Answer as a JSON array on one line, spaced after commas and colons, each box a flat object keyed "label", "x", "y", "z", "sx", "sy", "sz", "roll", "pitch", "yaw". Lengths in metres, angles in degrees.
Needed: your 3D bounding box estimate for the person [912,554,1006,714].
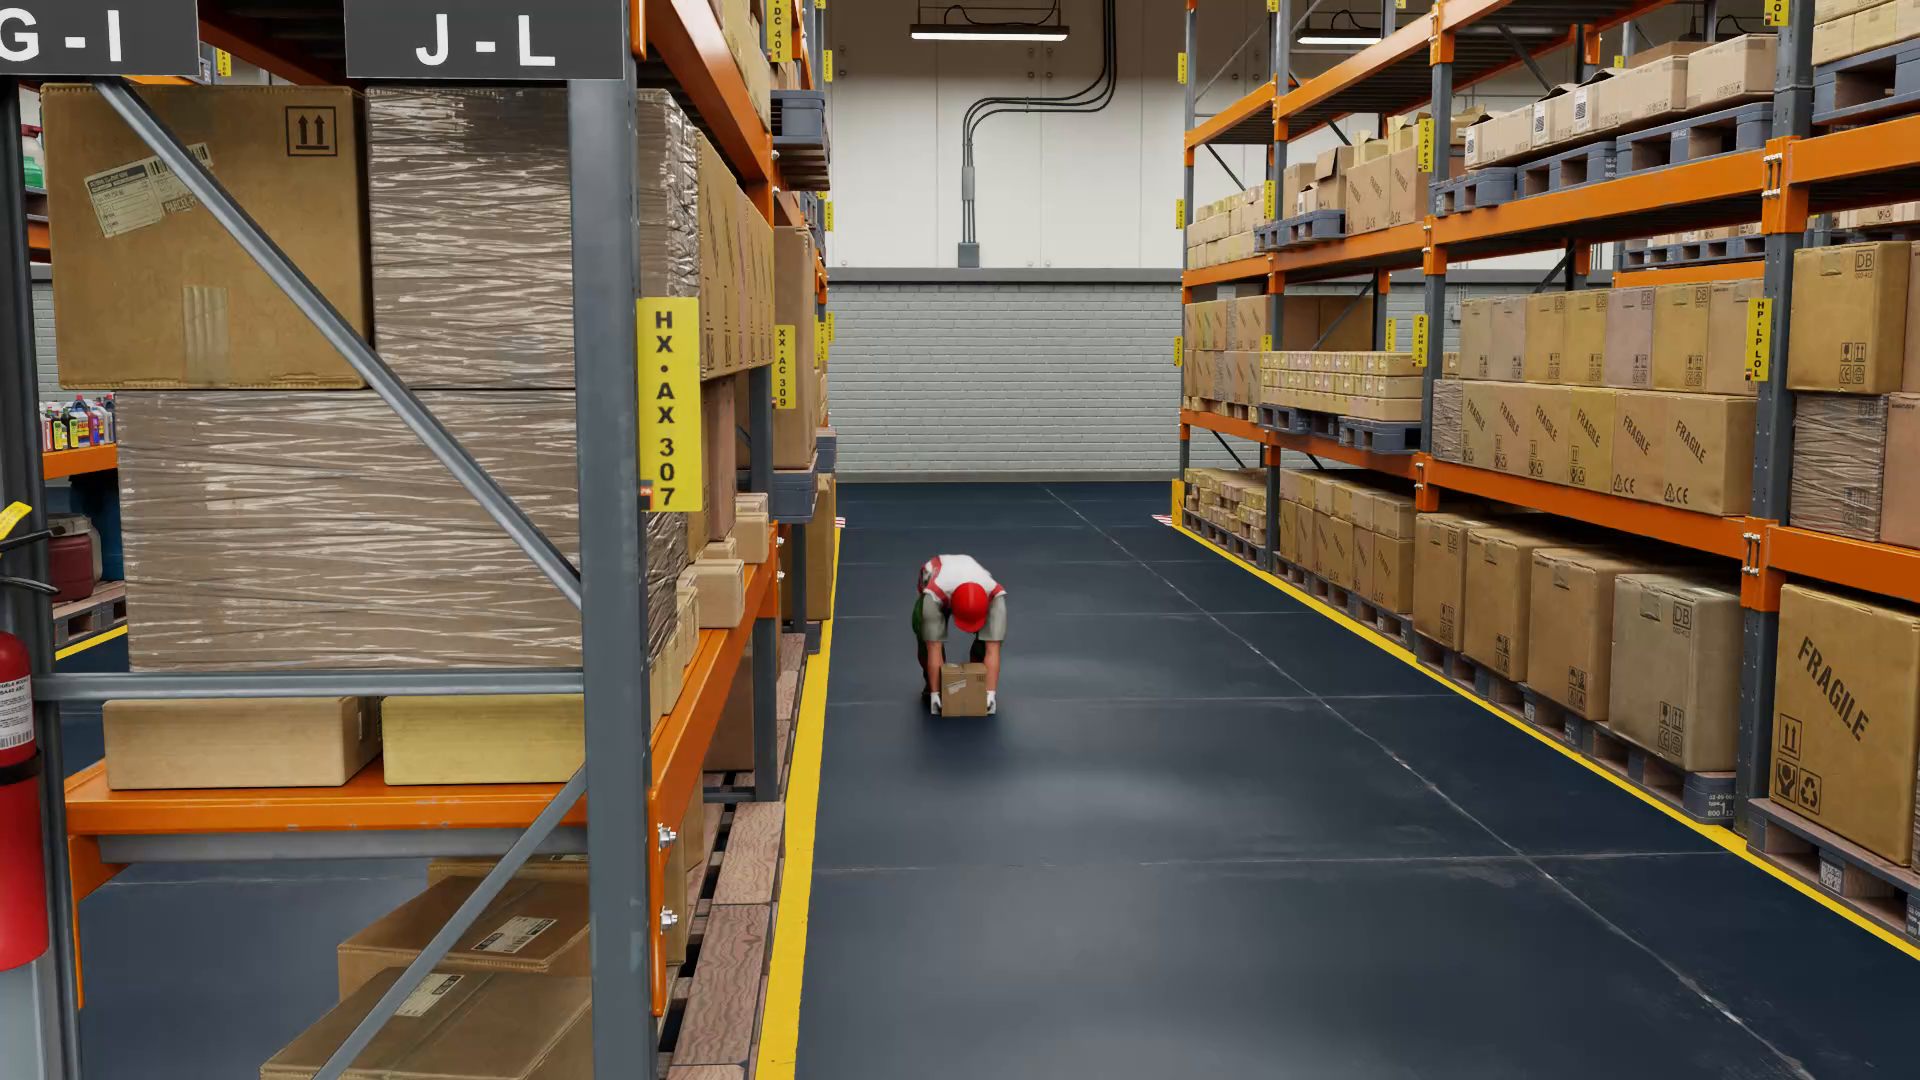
[{"label": "person", "x": -0.004, "y": 0.524, "z": 9.447, "sx": 0.529, "sy": 0.843, "sz": 0.966, "roll": -1, "pitch": 7, "yaw": -5}]
